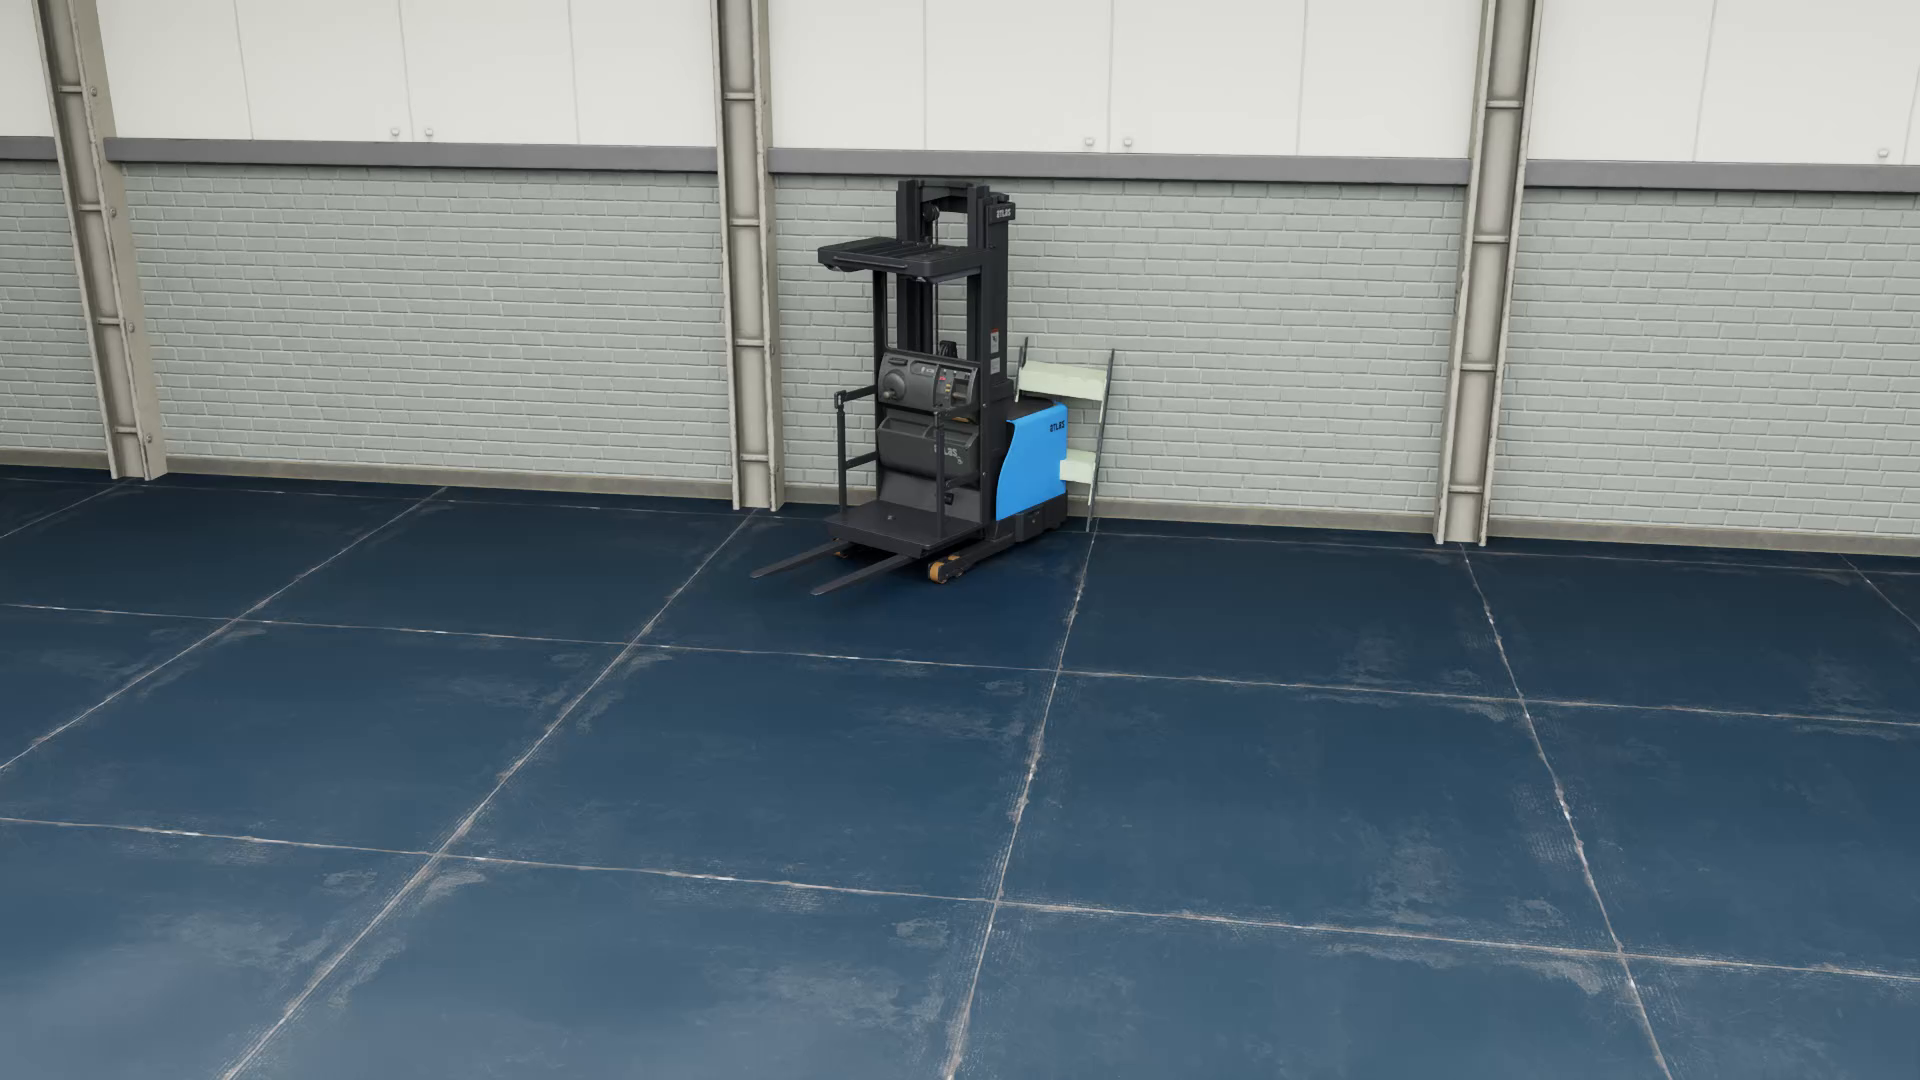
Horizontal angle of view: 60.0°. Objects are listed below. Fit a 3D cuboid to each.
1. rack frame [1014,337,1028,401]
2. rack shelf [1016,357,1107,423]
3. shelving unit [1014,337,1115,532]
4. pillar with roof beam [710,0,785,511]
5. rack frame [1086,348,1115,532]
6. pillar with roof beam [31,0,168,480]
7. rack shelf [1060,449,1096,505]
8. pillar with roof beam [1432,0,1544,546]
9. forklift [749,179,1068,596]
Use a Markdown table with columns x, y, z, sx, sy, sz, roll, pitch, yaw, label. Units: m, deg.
| x | y | z | sx | sy | sz | roll | pitch | yaw | label |
| --- | --- | --- | --- | --- | --- | --- | --- | --- | --- |
| 0.458 | -0.942 | 14.032 | 0.023 | 1.500 | 0.400 | 8 | 20 | 7 | rack frame |
| 0.857 | -1.254 | 13.859 | 0.720 | 0.370 | 0.431 | 8 | 20 | 7 | rack shelf |
| 0.818 | -0.888 | 13.989 | 0.755 | 1.500 | 0.431 | 8 | 20 | 7 | shelving unit |
| -2.460 | -3.229 | 9.270 | 0.400 | 9.000 | 9.100 | 3 | 19 | 9 | pillar with roof beam |
| 1.177 | -0.834 | 13.946 | 0.023 | 1.500 | 0.400 | 8 | 20 | 7 | rack frame |
| -8.384 | -3.530 | 10.173 | 0.400 | 9.000 | 9.100 | 3 | 19 | 9 | pillar with roof beam |
| 0.785 | -0.582 | 14.097 | 0.720 | 0.370 | 0.431 | 8 | 20 | 7 | rack shelf |
| 3.464 | -2.927 | 8.368 | 0.400 | 9.000 | 9.100 | 3 | 19 | 9 | pillar with roof beam |
| -0.381 | -1.231 | 12.863 | 1.130 | 2.935 | 3.031 | 14 | 23 | 35 | forklift |
